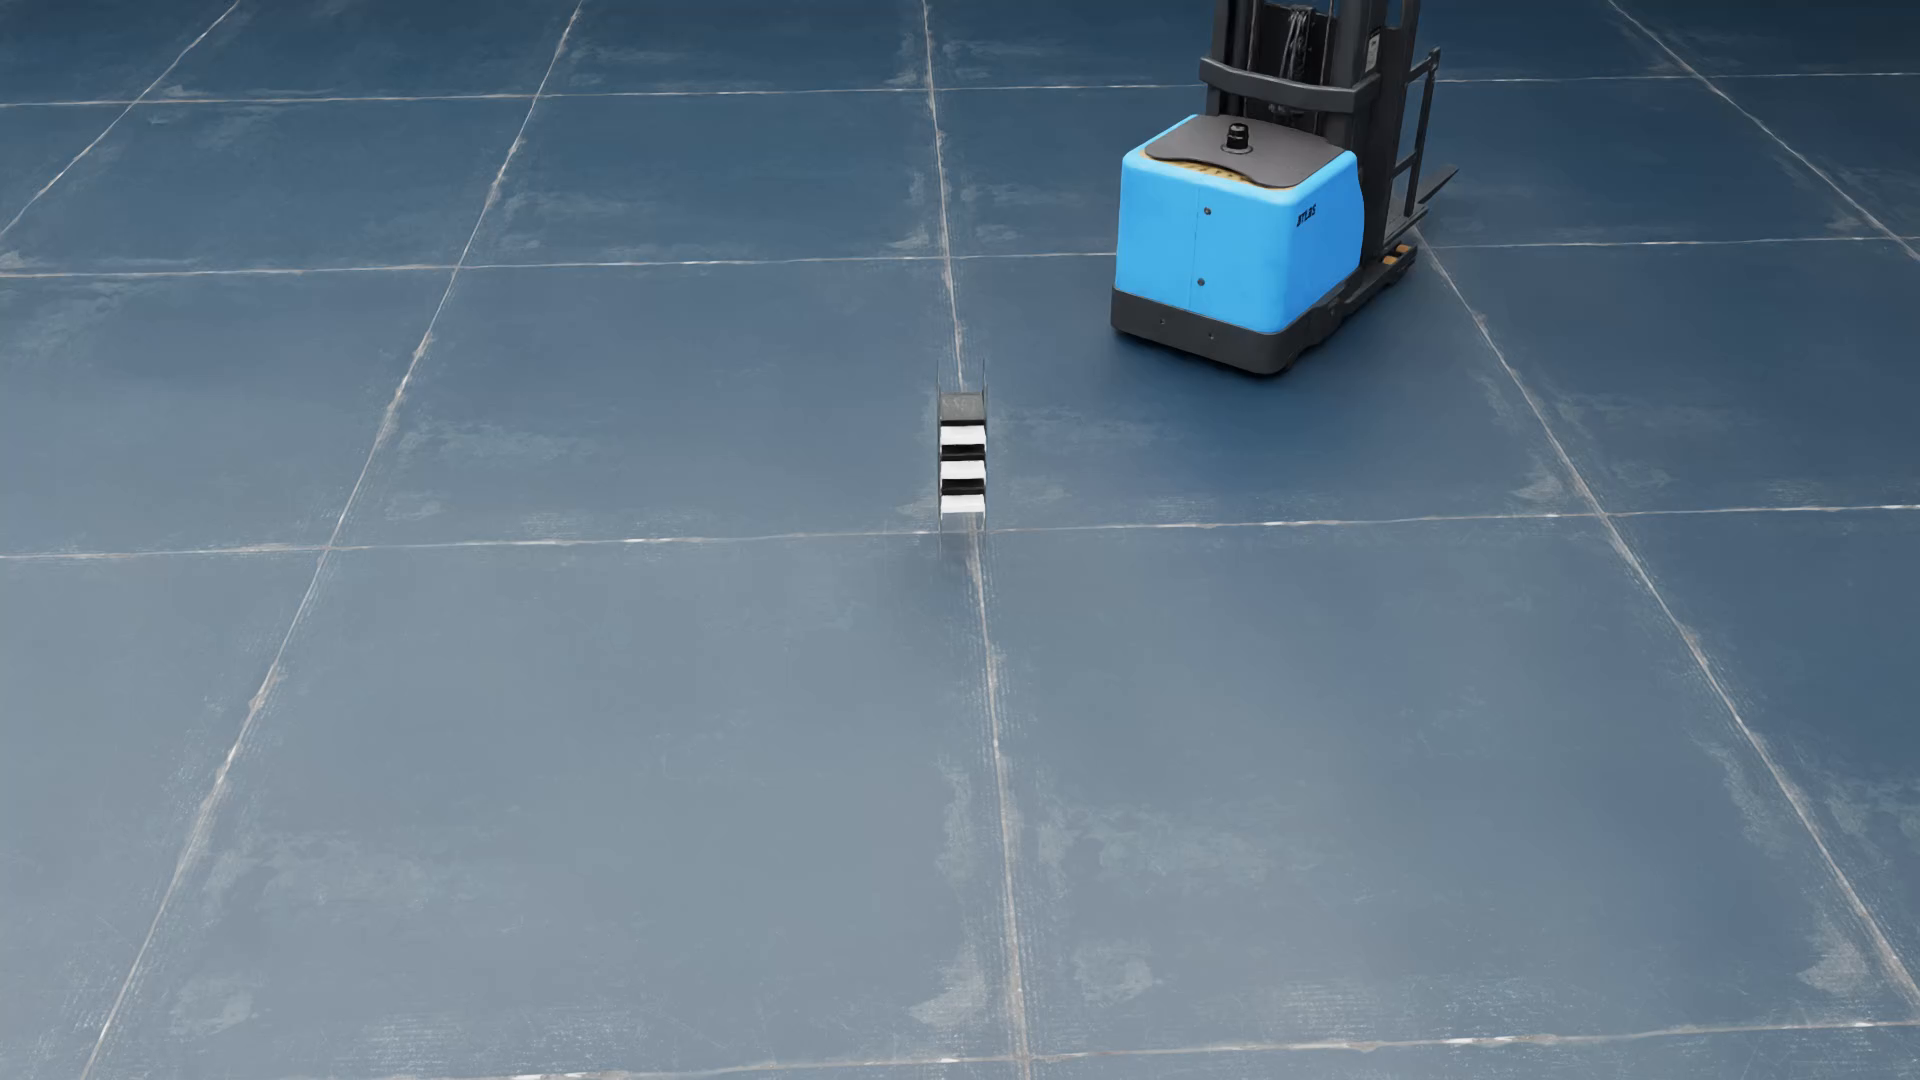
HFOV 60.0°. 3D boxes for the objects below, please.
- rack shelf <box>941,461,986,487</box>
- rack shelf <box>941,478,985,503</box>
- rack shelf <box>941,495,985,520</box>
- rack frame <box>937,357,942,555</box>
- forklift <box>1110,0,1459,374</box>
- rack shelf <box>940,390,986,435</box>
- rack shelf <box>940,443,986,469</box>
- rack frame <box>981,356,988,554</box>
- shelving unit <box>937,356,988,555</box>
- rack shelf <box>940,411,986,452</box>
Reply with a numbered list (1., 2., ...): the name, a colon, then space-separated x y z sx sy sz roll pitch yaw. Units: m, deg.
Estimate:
1. rack shelf: 0.008 -0.343 7.513 0.200 0.077 0.258 -2 35 -2
2. rack shelf: 0.008 -0.269 7.564 0.200 0.077 0.258 -2 35 -2
3. rack shelf: 0.008 -0.195 7.616 0.200 0.077 0.258 -2 35 -2
4. rack frame: -0.093 -0.367 7.490 0.006 0.900 0.240 -2 35 -2
5. forklift: 2.115 -2.884 9.342 1.130 2.935 3.031 22 40 29
6. rack shelf: 0.008 -0.565 7.360 0.200 0.077 0.258 -2 35 -2
7. rack shelf: 0.008 -0.417 7.462 0.200 0.077 0.258 -2 35 -2
8. rack frame: 0.110 -0.373 7.498 0.006 0.900 0.240 -2 35 -2
9. shelving unit: 0.008 -0.370 7.494 0.210 0.900 0.258 -2 35 -2
10. rack shelf: 0.008 -0.491 7.411 0.200 0.077 0.258 -2 35 -2
